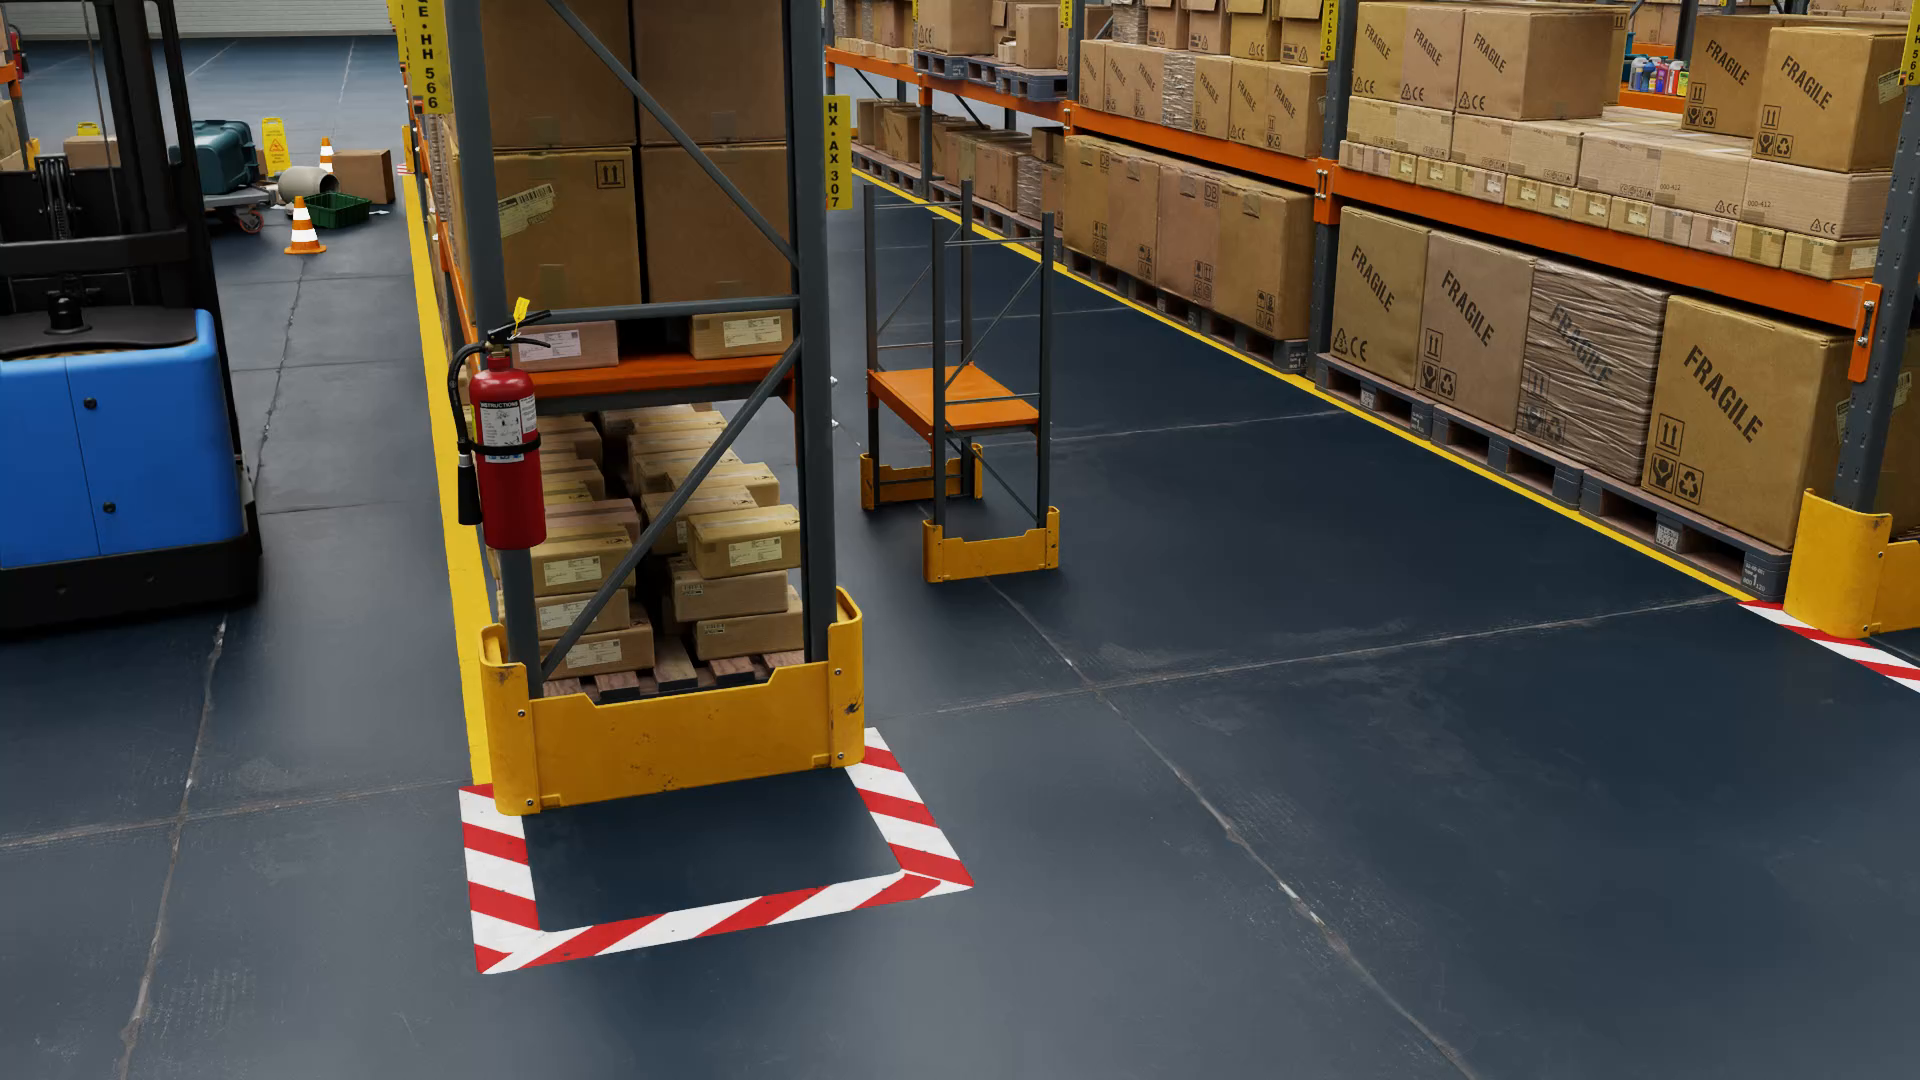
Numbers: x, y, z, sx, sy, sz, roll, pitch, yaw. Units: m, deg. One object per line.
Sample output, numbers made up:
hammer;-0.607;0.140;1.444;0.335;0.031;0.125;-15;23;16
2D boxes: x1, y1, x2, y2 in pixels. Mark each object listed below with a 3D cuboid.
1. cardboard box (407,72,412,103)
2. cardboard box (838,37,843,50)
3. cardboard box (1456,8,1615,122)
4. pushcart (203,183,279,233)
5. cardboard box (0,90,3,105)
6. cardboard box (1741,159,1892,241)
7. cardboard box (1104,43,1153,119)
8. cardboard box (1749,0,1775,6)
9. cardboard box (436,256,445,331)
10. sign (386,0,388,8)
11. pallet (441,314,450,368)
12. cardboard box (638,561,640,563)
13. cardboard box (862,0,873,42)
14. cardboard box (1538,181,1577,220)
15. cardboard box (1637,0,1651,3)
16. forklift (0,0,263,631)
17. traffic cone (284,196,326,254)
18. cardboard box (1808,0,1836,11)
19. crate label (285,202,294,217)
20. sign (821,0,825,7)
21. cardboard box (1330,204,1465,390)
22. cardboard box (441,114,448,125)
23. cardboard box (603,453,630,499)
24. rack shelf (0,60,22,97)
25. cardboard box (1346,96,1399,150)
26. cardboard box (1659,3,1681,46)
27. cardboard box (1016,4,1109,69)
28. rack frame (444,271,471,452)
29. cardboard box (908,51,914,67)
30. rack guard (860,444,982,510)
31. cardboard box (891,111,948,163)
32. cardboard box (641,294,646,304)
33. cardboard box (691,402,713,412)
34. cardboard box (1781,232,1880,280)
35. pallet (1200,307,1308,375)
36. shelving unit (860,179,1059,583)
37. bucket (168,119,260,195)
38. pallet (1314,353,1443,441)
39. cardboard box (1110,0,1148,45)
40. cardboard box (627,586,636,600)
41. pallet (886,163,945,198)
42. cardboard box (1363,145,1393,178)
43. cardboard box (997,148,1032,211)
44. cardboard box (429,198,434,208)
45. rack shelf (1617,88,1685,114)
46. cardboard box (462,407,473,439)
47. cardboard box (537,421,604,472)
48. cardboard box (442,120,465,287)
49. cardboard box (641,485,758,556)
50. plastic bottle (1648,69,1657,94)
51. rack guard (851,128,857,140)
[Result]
cardboard box;-4.102;-3.707;13.153;0.500;0.500;0.500;-7;21;-18
cardboard box;-1.244;-5.968;19.966;0.380;0.149;0.250;-6;21;-17
cardboard box;2.827;-2.351;8.196;0.500;0.500;0.500;-7;21;-19
pushcart;-7.169;-2.973;15.135;1.648;0.377;0.936;-15;25;-36
cardboard box;-9.897;-4.454;16.757;0.380;0.149;0.250;-6;21;-16
cardboard box;3.457;-1.348;6.513;0.500;0.250;0.500;-7;21;-18
cardboard box;1.406;-3.415;12.339;0.500;0.500;0.500;-7;21;-19
cardboard box;9.595;-6.512;20.002;0.380;0.149;0.250;-6;21;-17
cardboard box;-2.926;-1.502;10.236;0.500;0.500;0.500;-7;21;-18
sign;-6.437;-6.178;18.783;0.100;0.325;0.005;-6;21;-17
pallet;-2.769;-1.269;10.638;1.003;0.211;1.213;-6;21;-17
cardboard box;-1.131;-0.034;6.670;0.380;0.149;0.250;-6;21;-17
cardboard box;-0.634;-5.980;19.041;0.875;0.500;0.500;-6;21;-17
cardboard box;2.957;-1.602;7.812;0.380;0.149;0.250;-6;21;-16
cardboard box;8.809;-6.878;21.019;0.380;0.149;0.250;-6;21;-16
forklift;-3.882;-1.489;7.226;1.130;2.935;3.031;-9;21;-23
traffic cone;-5.663;-2.722;14.311;0.336;0.463;0.334;-6;21;-17
cardboard box;12.804;-7.971;24.254;0.500;0.500;0.500;-6;21;-17
crate label;-6.382;-3.204;16.135;0.250;0.136;0.298;12;23;30
sign;-1.683;-6.635;20.171;0.100;0.325;0.005;-6;21;-17
cardboard box;2.736;-1.412;9.432;0.875;0.875;0.875;-6;21;-17
cardboard box;-1.418;-1.597;5.358;0.500;0.500;0.500;-7;21;-19
cardboard box;-1.269;-0.262;6.865;0.380;0.149;0.250;-5;20;-14
rack shelf;-9.947;-4.252;15.881;1.077;0.370;4.000;-6;21;-17
cardboard box;2.503;-2.325;9.235;0.500;0.250;0.500;-7;21;-18
cardboard box;9.178;-6.410;20.678;0.700;0.500;0.500;-7;21;-18
cardboard box;0.869;-4.300;14.183;0.700;0.500;0.500;-3;20;-9
rack frame;-2.136;-1.940;8.380;1.000;3.000;0.127;-6;21;-17
cardboard box;-0.326;-5.002;17.278;0.380;0.149;0.250;-6;21;-17
rack guard;-0.180;-0.302;7.887;0.587;0.250;0.087;-6;21;-17
cardboard box;-0.455;-4.529;18.666;0.500;0.500;0.500;-8;21;-22
cardboard box;-1.034;-0.915;5.898;0.380;0.149;0.250;-5;20;-15
cardboard box;-1.298;-0.579;7.306;0.380;0.149;0.250;-7;21;-19
cardboard box;3.437;-1.112;6.446;0.380;0.149;0.250;-6;21;-16
pallet;2.290;-1.362;10.895;1.003;0.211;1.213;-6;21;-17
shelving unit;-0.024;-0.730;7.231;0.587;1.500;1.083;-6;21;-17
bucket;-6.882;-3.481;15.263;0.726;0.611;0.620;1;30;2
pallet;2.769;-0.870;9.526;1.003;0.211;1.213;-6;21;-17
cardboard box;1.561;-4.001;12.486;0.797;0.503;0.637;-6;21;-15
cardboard box;-1.347;0.119;5.803;0.380;0.149;0.250;-7;21;-18
pallet;-0.155;-3.901;17.965;1.003;0.211;1.213;-6;21;-17
cardboard box;2.464;-2.102;9.202;0.380;0.149;0.250;-7;21;-19
cardboard box;0.746;-3.319;15.268;0.700;0.500;0.500;-5;20;-13
cardboard box;-3.104;-2.028;10.592;0.500;0.250;0.500;-6;21;-17
rack shelf;6.677;-3.264;13.130;1.077;0.370;4.000;-6;21;-17
cardboard box;-2.243;-0.559;8.133;0.380;0.149;0.250;-6;21;-16
cardboard box;-1.648;-0.358;6.692;0.380;0.149;0.250;-7;21;-19
cardboard box;-1.422;-1.126;5.526;0.500;0.500;0.500;-7;21;-18
cardboard box;-0.922;-0.072;5.896;0.380;0.149;0.250;-6;21;-16
plastic bottle;5.919;-3.906;14.148;0.097;0.201;0.097;0;20;0
rack guard;-1.144;-5.085;20.833;1.175;0.500;0.348;-6;21;-17
